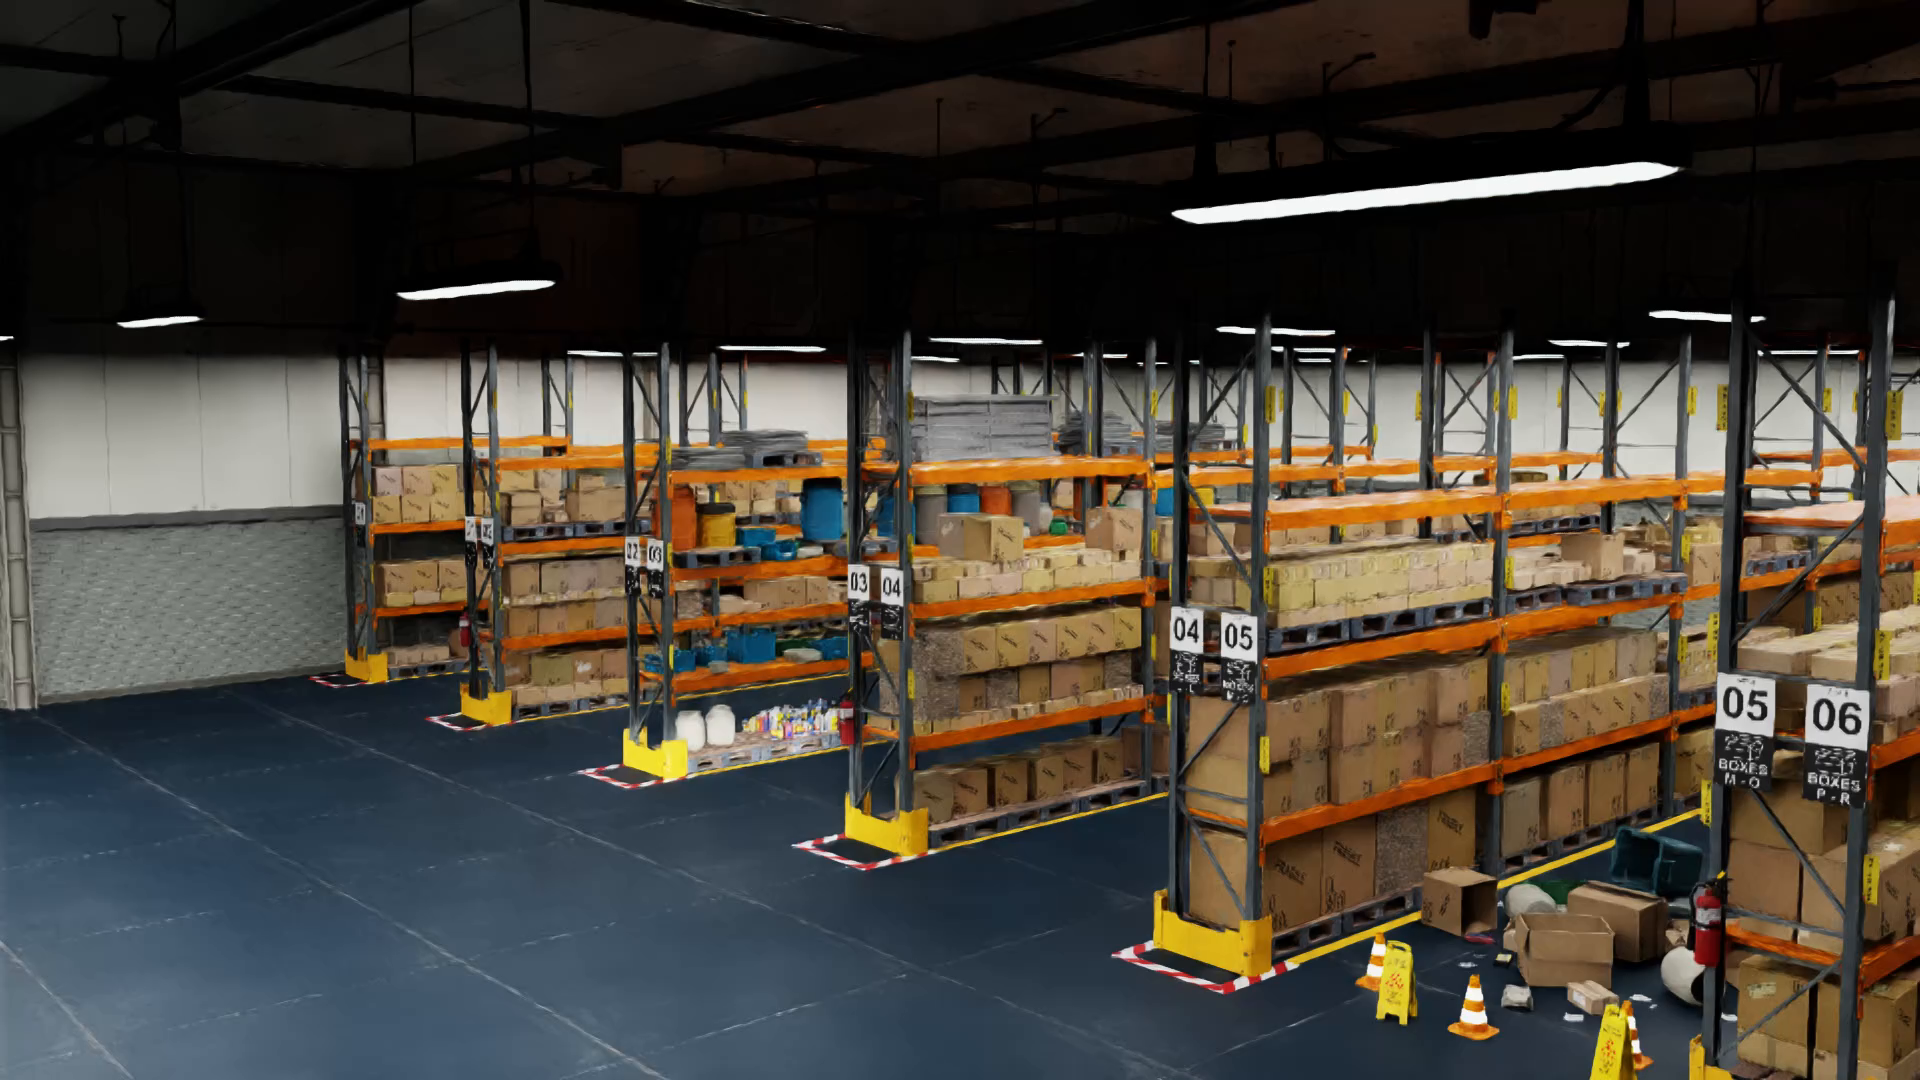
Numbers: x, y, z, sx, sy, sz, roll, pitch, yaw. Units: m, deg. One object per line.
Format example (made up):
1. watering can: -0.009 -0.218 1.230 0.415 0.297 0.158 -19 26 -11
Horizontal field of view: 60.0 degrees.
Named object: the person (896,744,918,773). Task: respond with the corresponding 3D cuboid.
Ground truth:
1. person: -0.688 2.398 22.044 0.656 1.581 0.818 3 6 32
